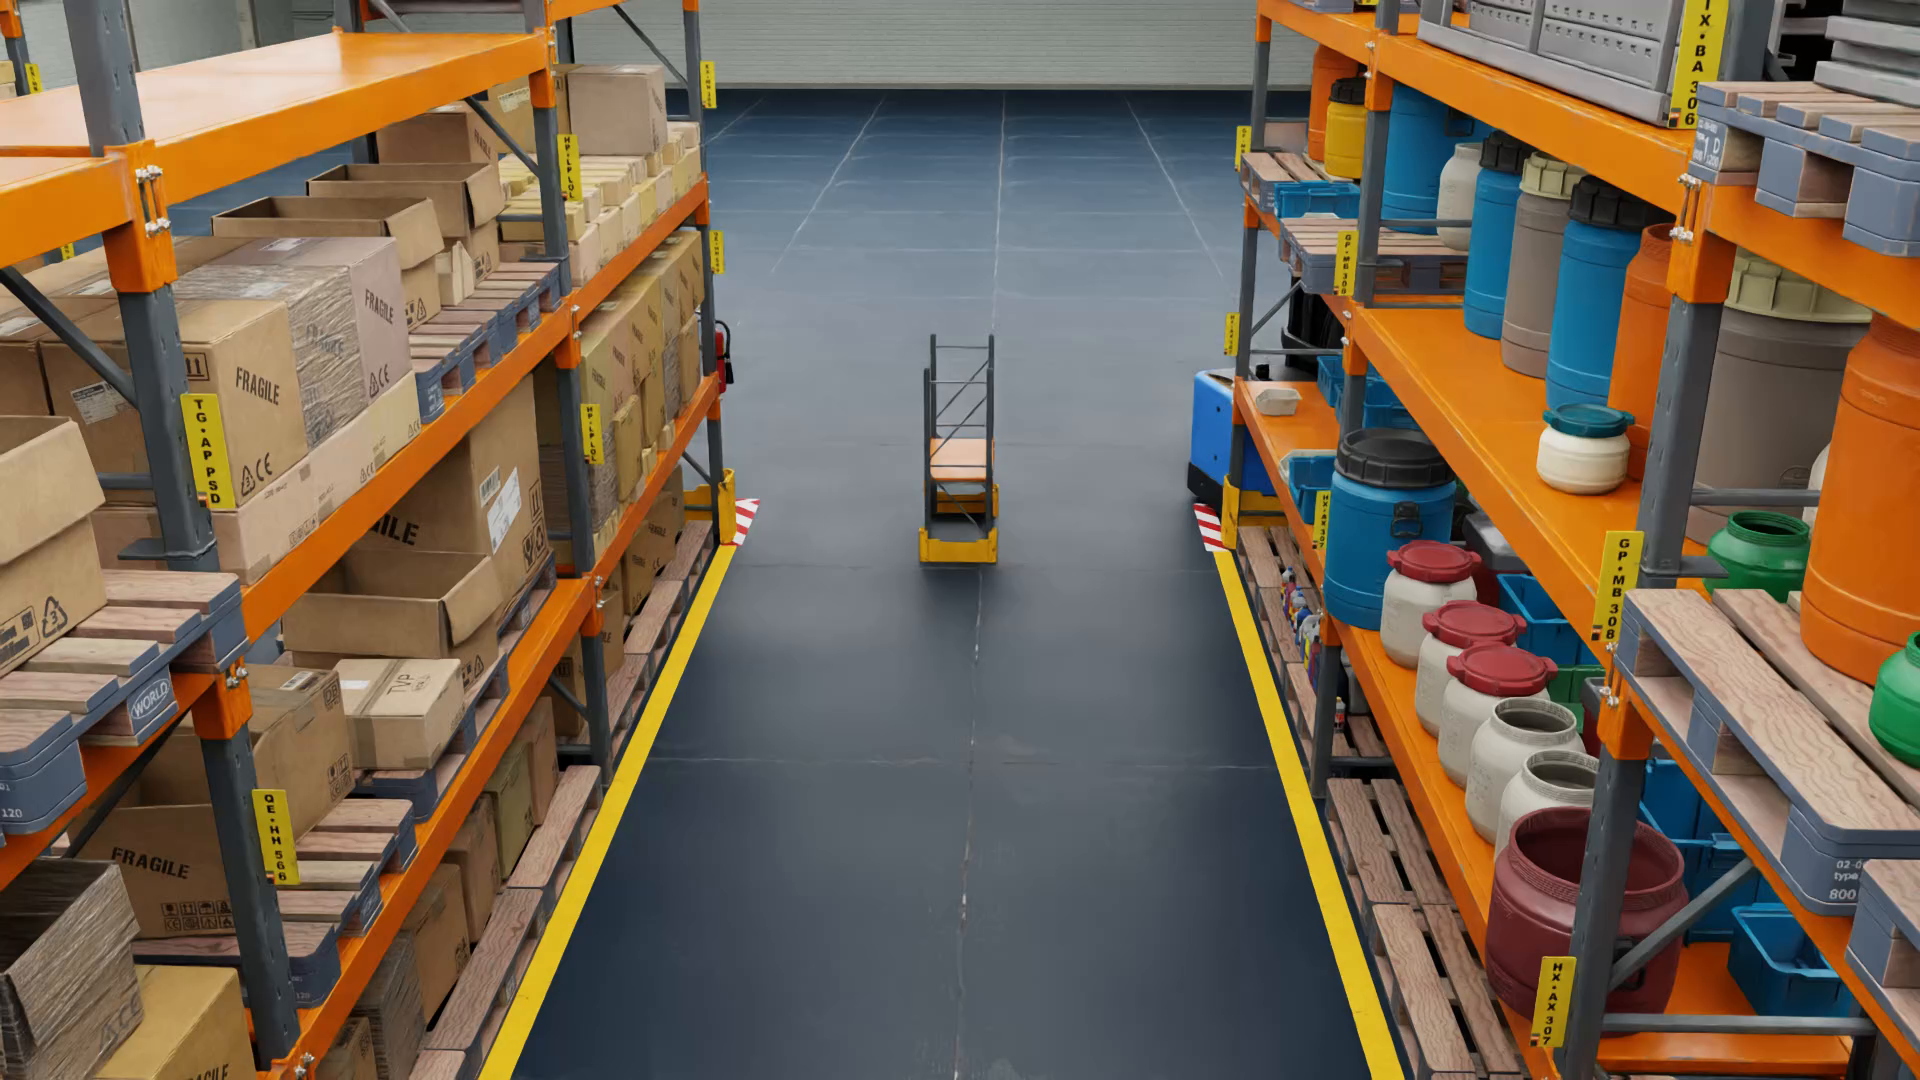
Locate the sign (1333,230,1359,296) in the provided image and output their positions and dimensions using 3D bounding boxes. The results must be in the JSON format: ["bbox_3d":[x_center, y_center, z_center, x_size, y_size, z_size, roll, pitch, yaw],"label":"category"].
[{"bbox_3d":[1.920,-1.377,8.273,0.100,0.325,0.005,1,21,2],"label":"sign"}]

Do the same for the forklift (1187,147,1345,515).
[{"bbox_3d":[3.483,-1.737,13.453,3.031,2.935,1.130,-6,22,-15],"label":"forklift"}]

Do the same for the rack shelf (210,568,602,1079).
[{"bbox_3d":[-2.542,1.039,7.198,1.077,0.370,4.000,1,21,2],"label":"rack shelf"}]

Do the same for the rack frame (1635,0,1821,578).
[{"bbox_3d":[2.348,-1.315,3.979,1.000,3.000,0.127,1,21,2],"label":"rack frame"}]

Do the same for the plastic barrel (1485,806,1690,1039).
[{"bbox_3d":[2.059,1.247,5.480,0.600,0.536,0.708,1,21,2],"label":"plastic barrel"}]

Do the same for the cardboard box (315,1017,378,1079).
[{"bbox_3d":[-2.603,2.145,6.202,0.700,0.500,0.500,0,21,-1],"label":"cardboard box"}]

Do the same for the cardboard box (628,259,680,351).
[{"bbox_3d":[-2.157,-1.554,10.955,0.500,0.500,0.500,1,21,2],"label":"cardboard box"}]

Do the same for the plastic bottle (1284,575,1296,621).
[{"bbox_3d":[2.199,0.384,11.039,0.061,0.283,0.133,1,21,3],"label":"plastic bottle"}]

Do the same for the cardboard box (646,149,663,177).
[{"bbox_3d":[-2.103,-2.406,10.592,0.380,0.149,0.250,0,21,-1],"label":"cardboard box"}]

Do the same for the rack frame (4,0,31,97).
[{"bbox_3d":[-7.314,-4.353,11.809,1.000,3.000,0.127,1,21,2],"label":"rack frame"}]

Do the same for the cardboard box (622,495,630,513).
[{"bbox_3d":[-2.175,-0.248,9.868,0.380,0.149,0.250,1,21,2],"label":"cardboard box"}]

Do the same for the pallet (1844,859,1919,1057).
[{"bbox_3d":[2.184,0.923,2.618,1.003,0.211,1.213,1,21,2],"label":"pallet"}]

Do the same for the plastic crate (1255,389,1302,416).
[{"bbox_3d":[2.242,-0.968,11.741,0.298,0.136,0.250,1,21,2],"label":"plastic crate"}]

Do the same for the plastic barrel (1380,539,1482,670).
[{"bbox_3d":[2.221,0.316,7.881,0.433,0.535,0.433,0,21,0],"label":"plastic barrel"}]

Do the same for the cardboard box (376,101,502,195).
[{"bbox_3d":[-2.723,-2.001,8.653,0.500,0.500,0.500,0,21,0],"label":"cardboard box"}]

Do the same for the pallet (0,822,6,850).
[{"bbox_3d":[-2.601,0.755,3.052,1.003,0.211,1.213,2,21,4],"label":"pallet"}]

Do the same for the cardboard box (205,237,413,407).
[{"bbox_3d":[-2.304,-0.783,5.925,0.500,0.500,0.500,0,21,0],"label":"cardboard box"}]

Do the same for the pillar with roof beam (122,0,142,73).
[{"bbox_3d":[-13.116,-12.813,33.611,9.100,9.000,0.400,1,21,2],"label":"pillar with roof beam"}]

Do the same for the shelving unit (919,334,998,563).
[{"bbox_3d":[0.002,-0.727,12.829,0.587,1.500,1.083,1,21,2],"label":"shelving unit"}]

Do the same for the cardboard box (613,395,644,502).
[{"bbox_3d":[-2.355,-0.547,9.742,0.875,0.500,0.500,1,21,2],"label":"cardboard box"}]

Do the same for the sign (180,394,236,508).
[{"bbox_3d":[-2.049,-0.240,4.530,0.100,0.325,0.005,1,21,2],"label":"sign"}]

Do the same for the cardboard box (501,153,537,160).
[{"bbox_3d":[-2.634,-2.322,10.376,0.380,0.149,0.250,0,21,1],"label":"cardboard box"}]

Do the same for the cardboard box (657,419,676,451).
[{"bbox_3d":[-2.103,-0.699,11.032,0.380,0.149,0.250,1,21,2],"label":"cardboard box"}]

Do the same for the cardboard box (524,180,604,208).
[{"bbox_3d":[-2.230,-1.932,9.371,0.380,0.149,0.250,1,21,3],"label":"cardboard box"}]

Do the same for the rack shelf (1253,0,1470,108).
[{"bbox_3d":[2.530,-2.963,9.772,1.077,0.370,4.000,1,21,2],"label":"rack shelf"}]

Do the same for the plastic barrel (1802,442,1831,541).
[{"bbox_3d":[2.663,-0.078,4.782,0.421,0.512,0.421,0,21,0],"label":"plastic barrel"}]

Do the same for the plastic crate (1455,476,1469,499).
[{"bbox_3d":[2.793,-0.354,10.086,0.450,0.188,0.662,1,21,2],"label":"plastic crate"}]

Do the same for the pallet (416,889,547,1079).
[{"bbox_3d":[-2.538,2.005,7.571,1.003,0.211,1.213,1,21,2],"label":"pallet"}]

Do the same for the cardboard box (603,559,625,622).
[{"bbox_3d":[-2.479,0.374,10.794,0.500,0.500,0.500,-1,21,-3],"label":"cardboard box"}]

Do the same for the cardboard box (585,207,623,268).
[{"bbox_3d":[-2.201,-1.699,9.321,0.500,0.250,0.500,0,21,1],"label":"cardboard box"}]

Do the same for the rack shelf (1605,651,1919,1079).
[{"bbox_3d":[2.287,1.142,2.788,1.077,0.370,4.000,1,21,2],"label":"rack shelf"}]

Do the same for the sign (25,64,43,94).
[{"bbox_3d":[-6.772,-3.320,12.177,0.100,0.325,0.005,1,21,2],"label":"sign"}]

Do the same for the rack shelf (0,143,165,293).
[{"bbox_3d":[-2.664,-0.125,2.458,1.077,0.370,4.000,1,21,2],"label":"rack shelf"}]

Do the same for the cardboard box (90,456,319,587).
[{"bbox_3d":[-2.334,-0.069,5.119,0.500,0.250,0.500,1,21,3],"label":"cardboard box"}]

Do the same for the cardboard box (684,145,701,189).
[{"bbox_3d":[-2.120,-2.617,11.687,0.500,0.250,0.500,1,21,3],"label":"cardboard box"}]

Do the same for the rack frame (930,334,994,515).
[{"bbox_3d":[0.018,-0.914,13.311,0.500,1.500,0.032,1,21,2],"label":"rack frame"}]

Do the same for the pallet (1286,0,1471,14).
[{"bbox_3d":[2.501,-3.228,9.721,1.003,0.211,1.213,1,21,2],"label":"pallet"}]

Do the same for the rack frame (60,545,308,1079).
[{"bbox_3d":[-2.603,1.427,5.204,1.000,3.000,0.127,1,21,2],"label":"rack frame"}]

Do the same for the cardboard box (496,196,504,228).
[{"bbox_3d":[-2.661,-1.750,8.902,0.380,0.149,0.250,1,21,2],"label":"cardboard box"}]

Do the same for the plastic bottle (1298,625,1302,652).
[{"bbox_3d":[2.202,0.611,10.568,0.097,0.201,0.097,0,21,0],"label":"plastic bottle"}]

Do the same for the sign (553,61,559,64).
[{"bbox_3d":[-2.902,-3.277,11.974,0.100,0.325,0.005,1,21,2],"label":"sign"}]

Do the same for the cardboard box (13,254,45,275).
[{"bbox_3d":[-7.364,-1.996,12.327,0.875,0.550,0.550,1,21,2],"label":"cardboard box"}]

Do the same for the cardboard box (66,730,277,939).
[{"bbox_3d":[-2.627,0.989,5.614,0.500,0.500,0.500,-2,21,-5],"label":"cardboard box"}]

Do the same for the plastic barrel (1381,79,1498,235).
[{"bbox_3d":[2.607,-2.151,9.006,0.600,0.901,0.708,1,21,2],"label":"plastic barrel"}]

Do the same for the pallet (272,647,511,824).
[{"bbox_3d":[-2.584,0.800,7.085,1.003,0.211,1.213,1,21,2],"label":"pallet"}]

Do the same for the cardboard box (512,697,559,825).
[{"bbox_3d":[-2.522,1.163,8.733,0.700,0.500,0.500,-1,21,-3],"label":"cardboard box"}]

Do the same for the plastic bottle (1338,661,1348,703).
[{"bbox_3d":[2.201,0.829,9.799,0.144,0.351,0.185,0,21,0],"label":"plastic bottle"}]

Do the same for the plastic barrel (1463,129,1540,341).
[{"bbox_3d":[2.671,-1.411,7.678,0.600,0.901,0.708,1,21,2],"label":"plastic barrel"}]

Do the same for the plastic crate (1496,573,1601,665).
[{"bbox_3d":[2.747,0.445,7.757,0.392,0.384,0.575,1,21,2],"label":"plastic crate"}]
